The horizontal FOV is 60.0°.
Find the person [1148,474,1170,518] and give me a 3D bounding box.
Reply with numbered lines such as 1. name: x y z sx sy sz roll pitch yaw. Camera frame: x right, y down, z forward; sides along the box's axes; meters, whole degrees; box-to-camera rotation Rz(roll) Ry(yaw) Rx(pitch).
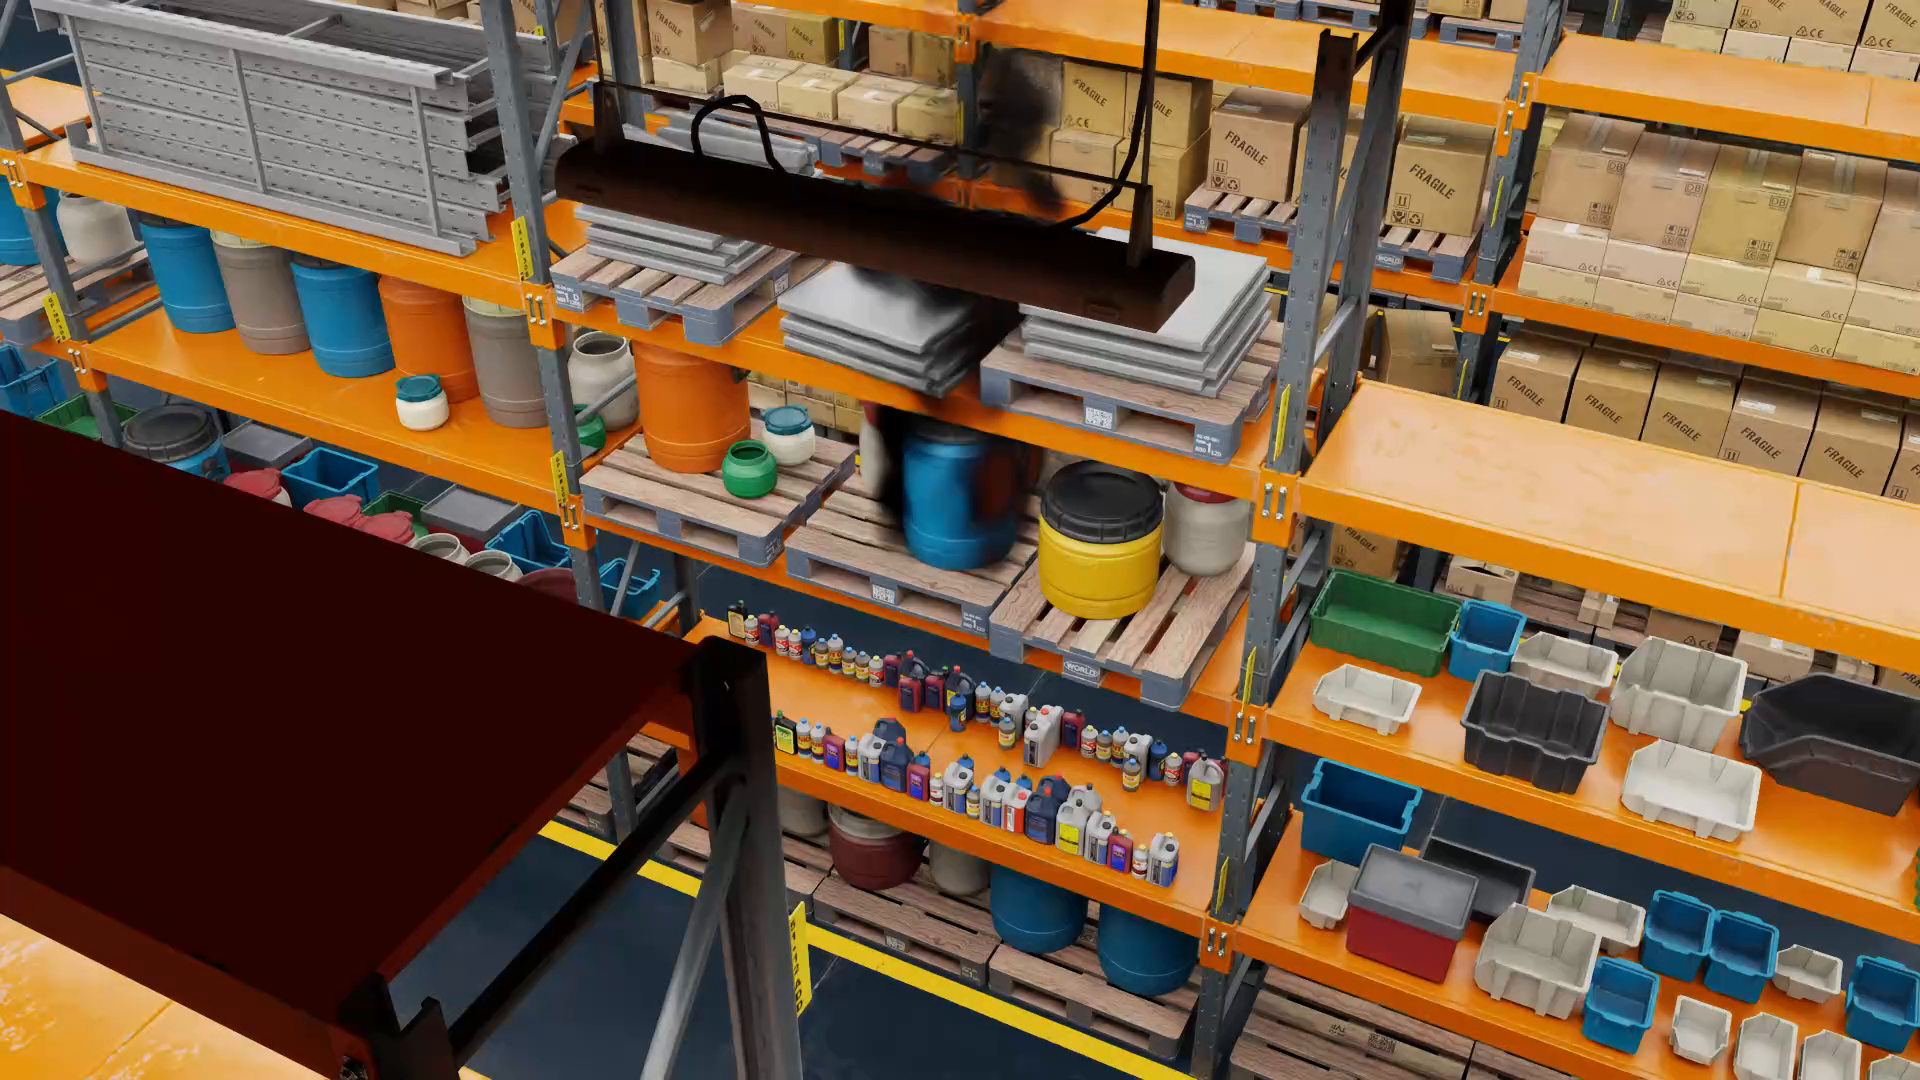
1. person: 1.281 0.171 11.682 0.880 1.709 0.607 13 37 17
